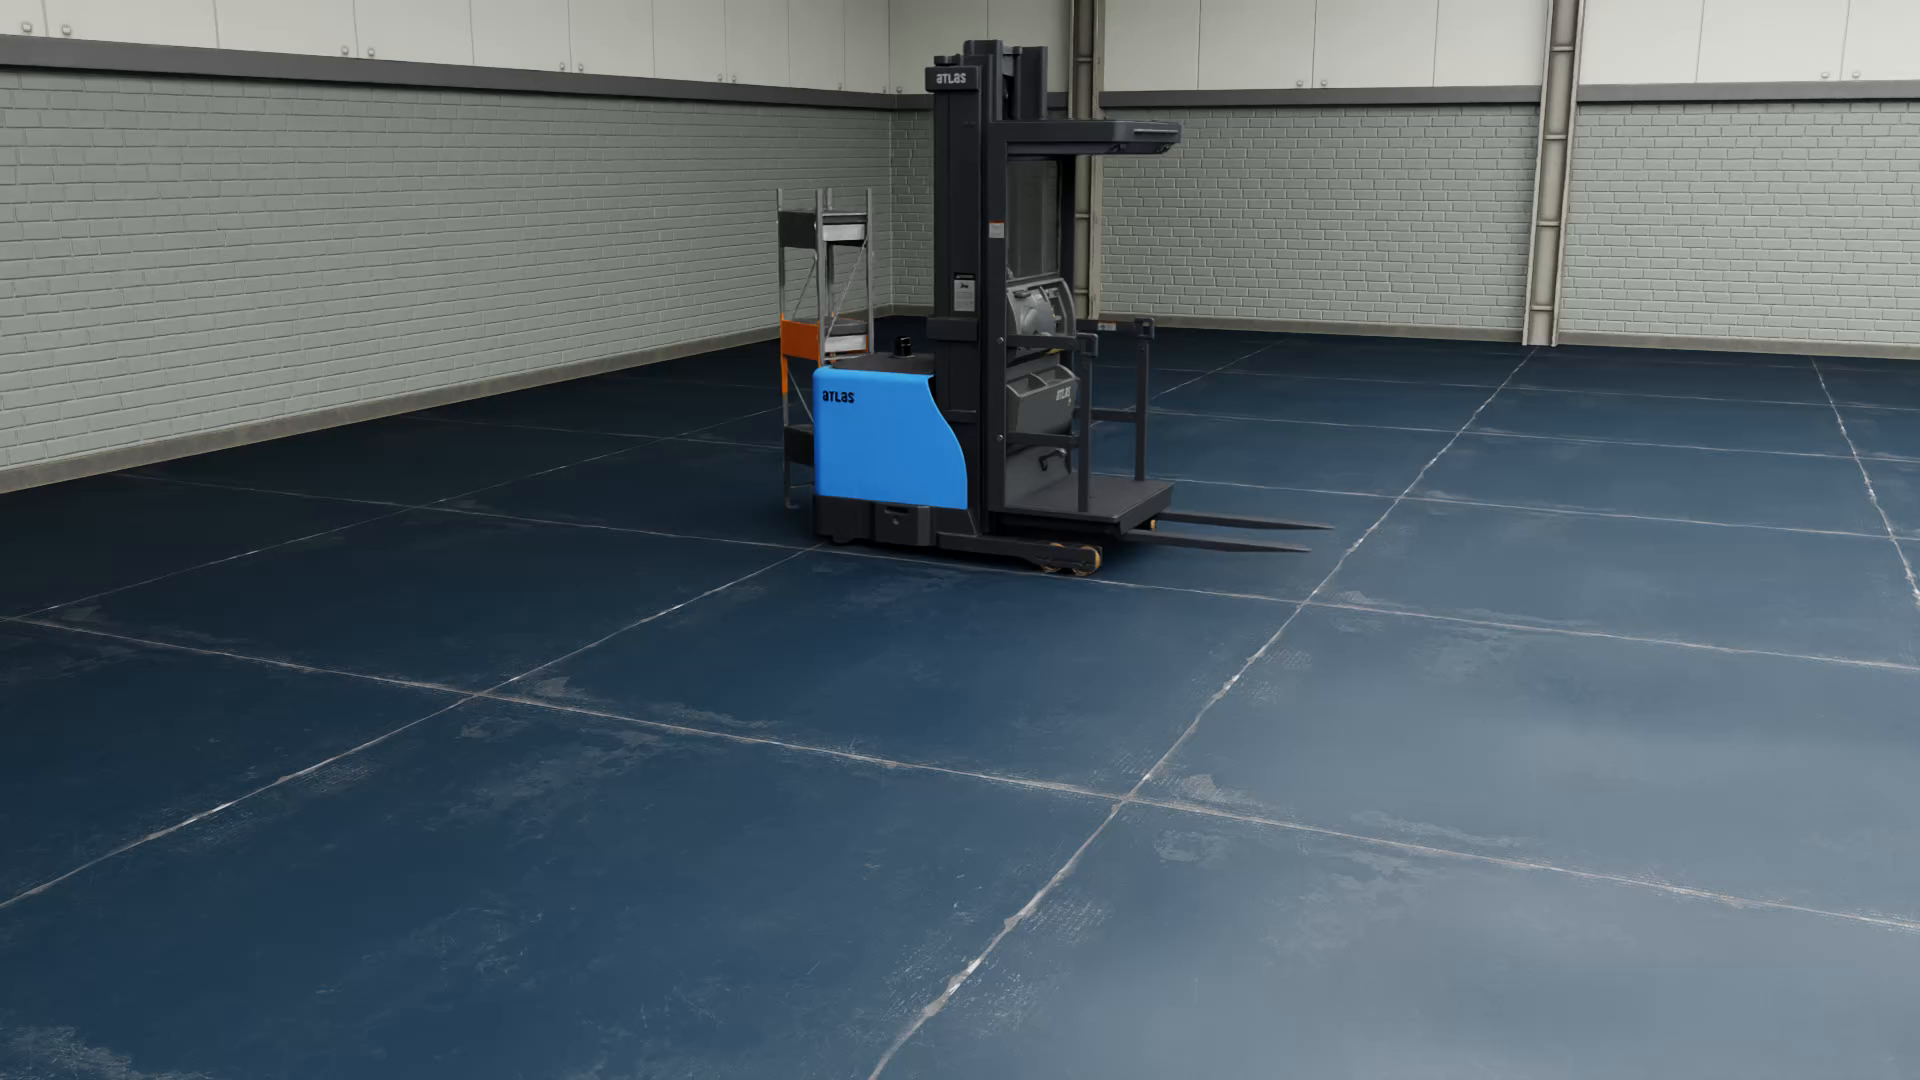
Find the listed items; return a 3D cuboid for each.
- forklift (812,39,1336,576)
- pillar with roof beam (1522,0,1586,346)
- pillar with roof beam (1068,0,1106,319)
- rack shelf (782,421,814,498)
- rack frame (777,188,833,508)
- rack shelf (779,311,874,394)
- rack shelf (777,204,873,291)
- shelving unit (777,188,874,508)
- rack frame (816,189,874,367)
[{"bbox_3d":[0.661,-1.363,9.649,3.031,2.935,1.130,6,14,24],"label":"forklift"},{"bbox_3d":[5.427,-5.901,15.704,0.400,9.000,9.100,6,14,23],"label":"pillar with roof beam"},{"bbox_3d":[-0.059,-6.456,18.070,0.400,9.000,9.100,6,14,23],"label":"pillar with roof beam"},{"bbox_3d":[-0.868,-0.521,11.003,0.431,0.518,0.480,-9,16,-35],"label":"rack shelf"},{"bbox_3d":[-1.010,-1.261,11.033,0.400,2.100,0.015,-9,16,-35],"label":"rack frame"},{"bbox_3d":[-0.868,-1.202,10.843,0.431,0.518,0.480,-9,16,-35],"label":"rack shelf"},{"bbox_3d":[-0.868,-1.884,10.683,0.431,0.518,0.480,-9,16,-35],"label":"rack shelf"},{"bbox_3d":[-0.868,-1.216,10.840,0.431,2.100,0.503,-9,16,-35],"label":"shelving unit"},{"bbox_3d":[-0.725,-1.170,10.647,0.400,2.100,0.015,-9,16,-35],"label":"rack frame"}]
